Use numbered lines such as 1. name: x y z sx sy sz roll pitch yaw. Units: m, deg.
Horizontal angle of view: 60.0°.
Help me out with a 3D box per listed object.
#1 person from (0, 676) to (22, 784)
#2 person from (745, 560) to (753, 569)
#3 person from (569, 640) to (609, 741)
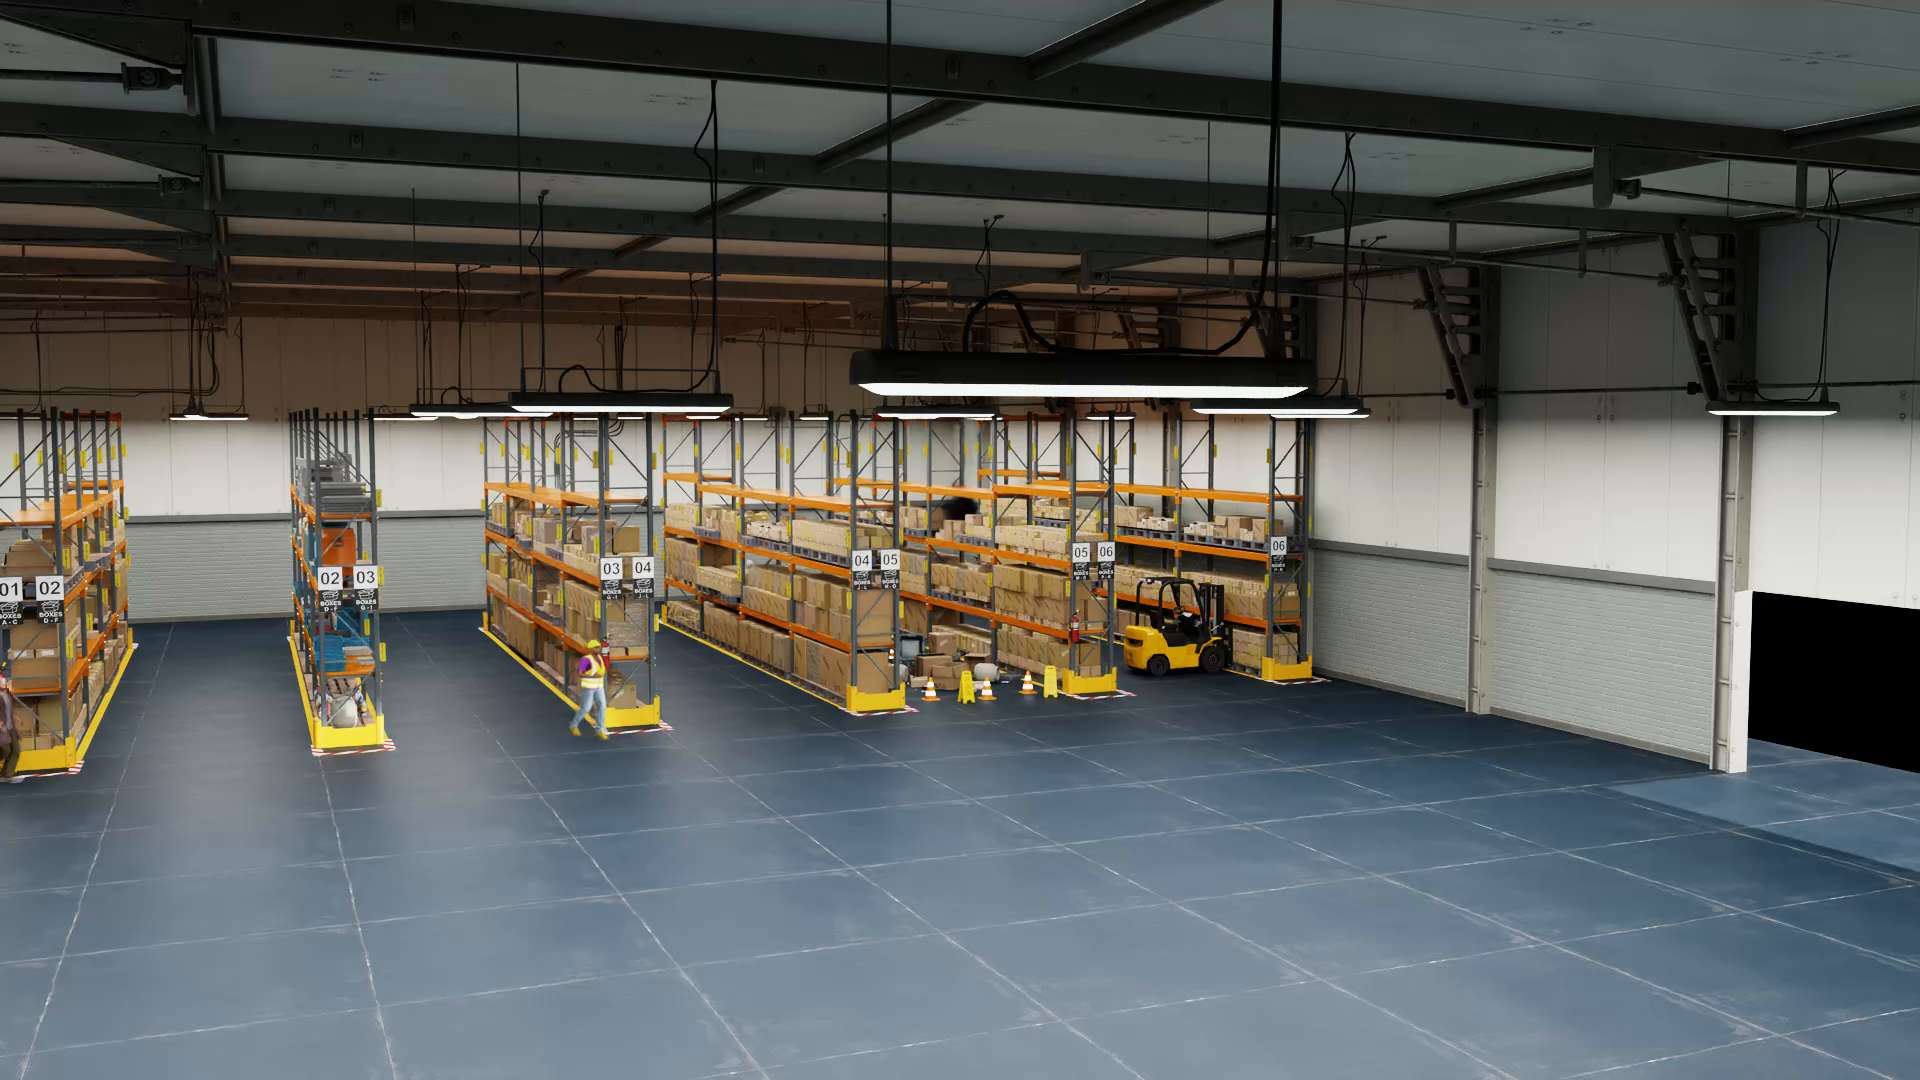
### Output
1. person: -15.301 3.008 26.456 0.749 1.742 0.712 1 4 7
2. person: -6.061 1.464 48.083 0.962 1.783 0.680 4 5 43
3. person: -6.703 2.716 30.255 0.857 1.807 0.712 2 5 29
